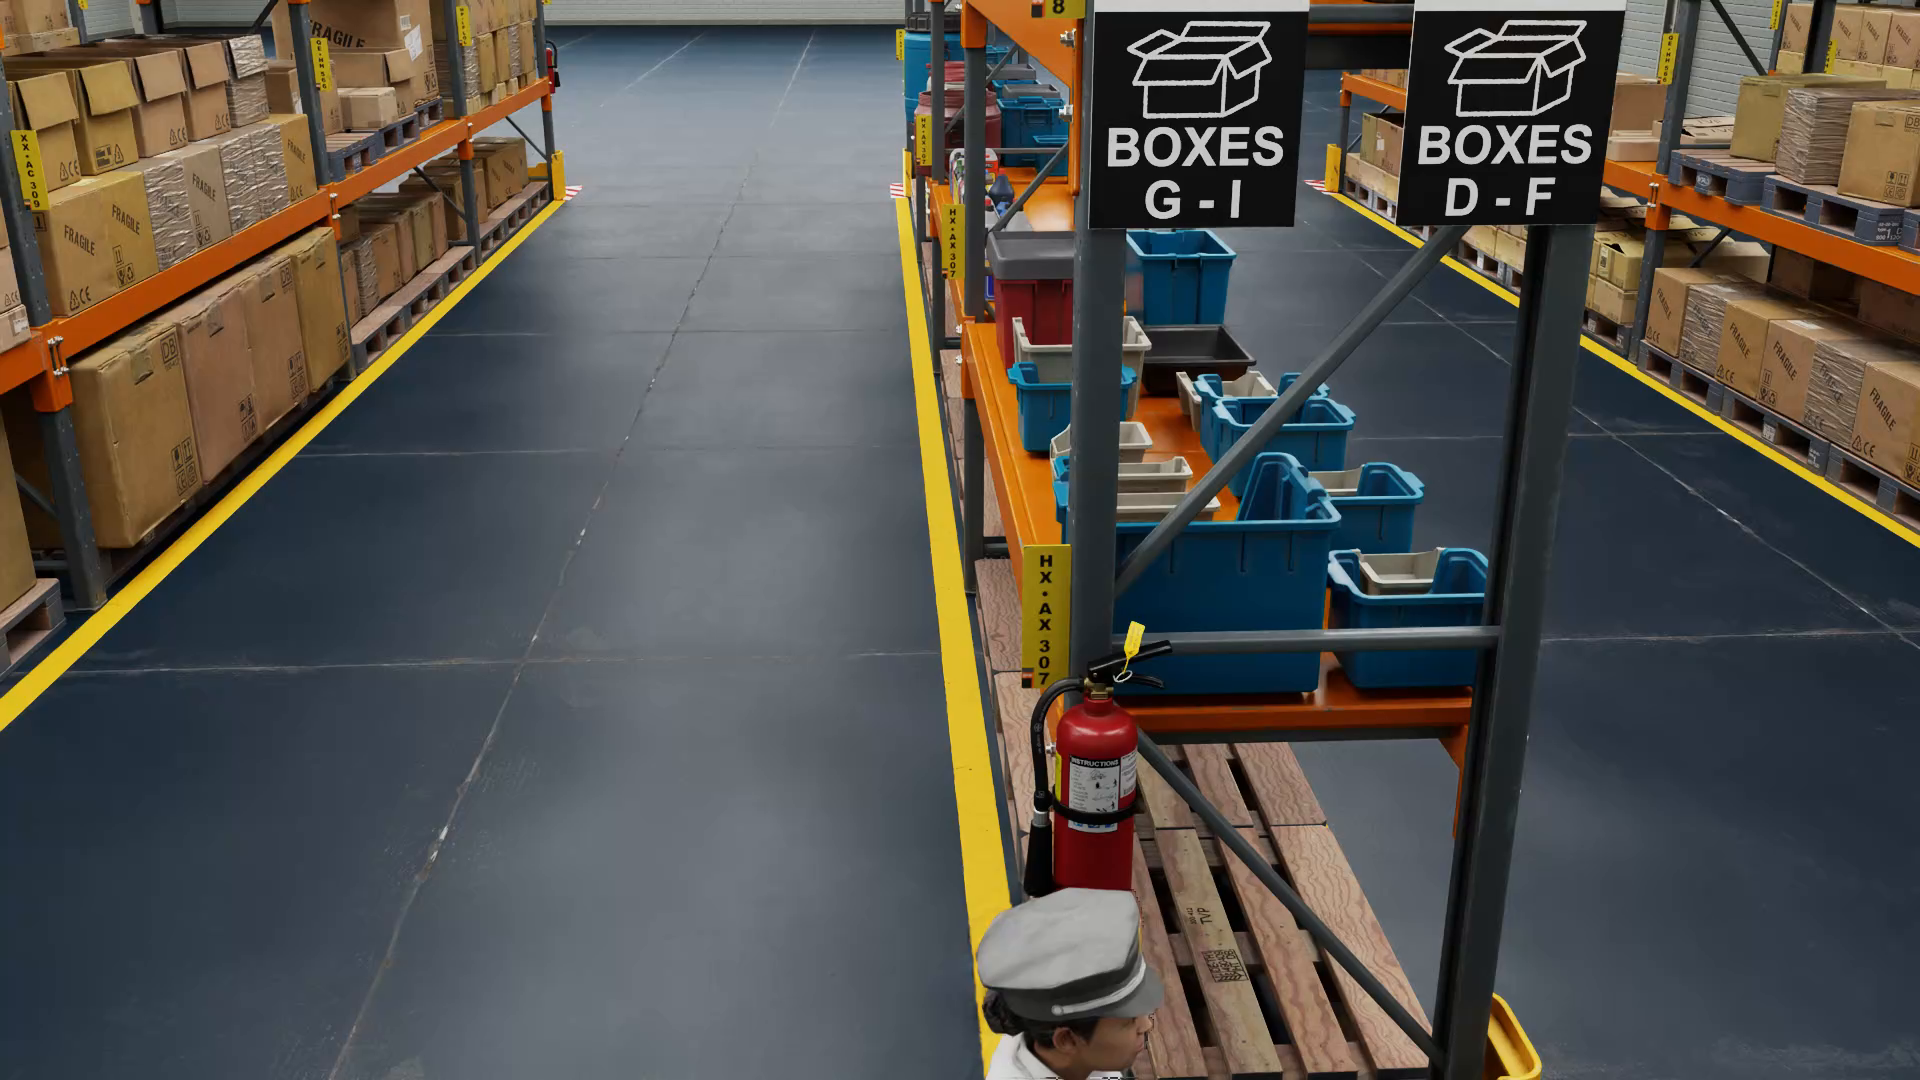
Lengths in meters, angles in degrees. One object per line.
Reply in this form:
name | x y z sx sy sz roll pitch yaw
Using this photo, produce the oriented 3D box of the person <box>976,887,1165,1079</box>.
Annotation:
person | 0.114 1.275 2.666 1.103 1.596 0.526 8 22 22
